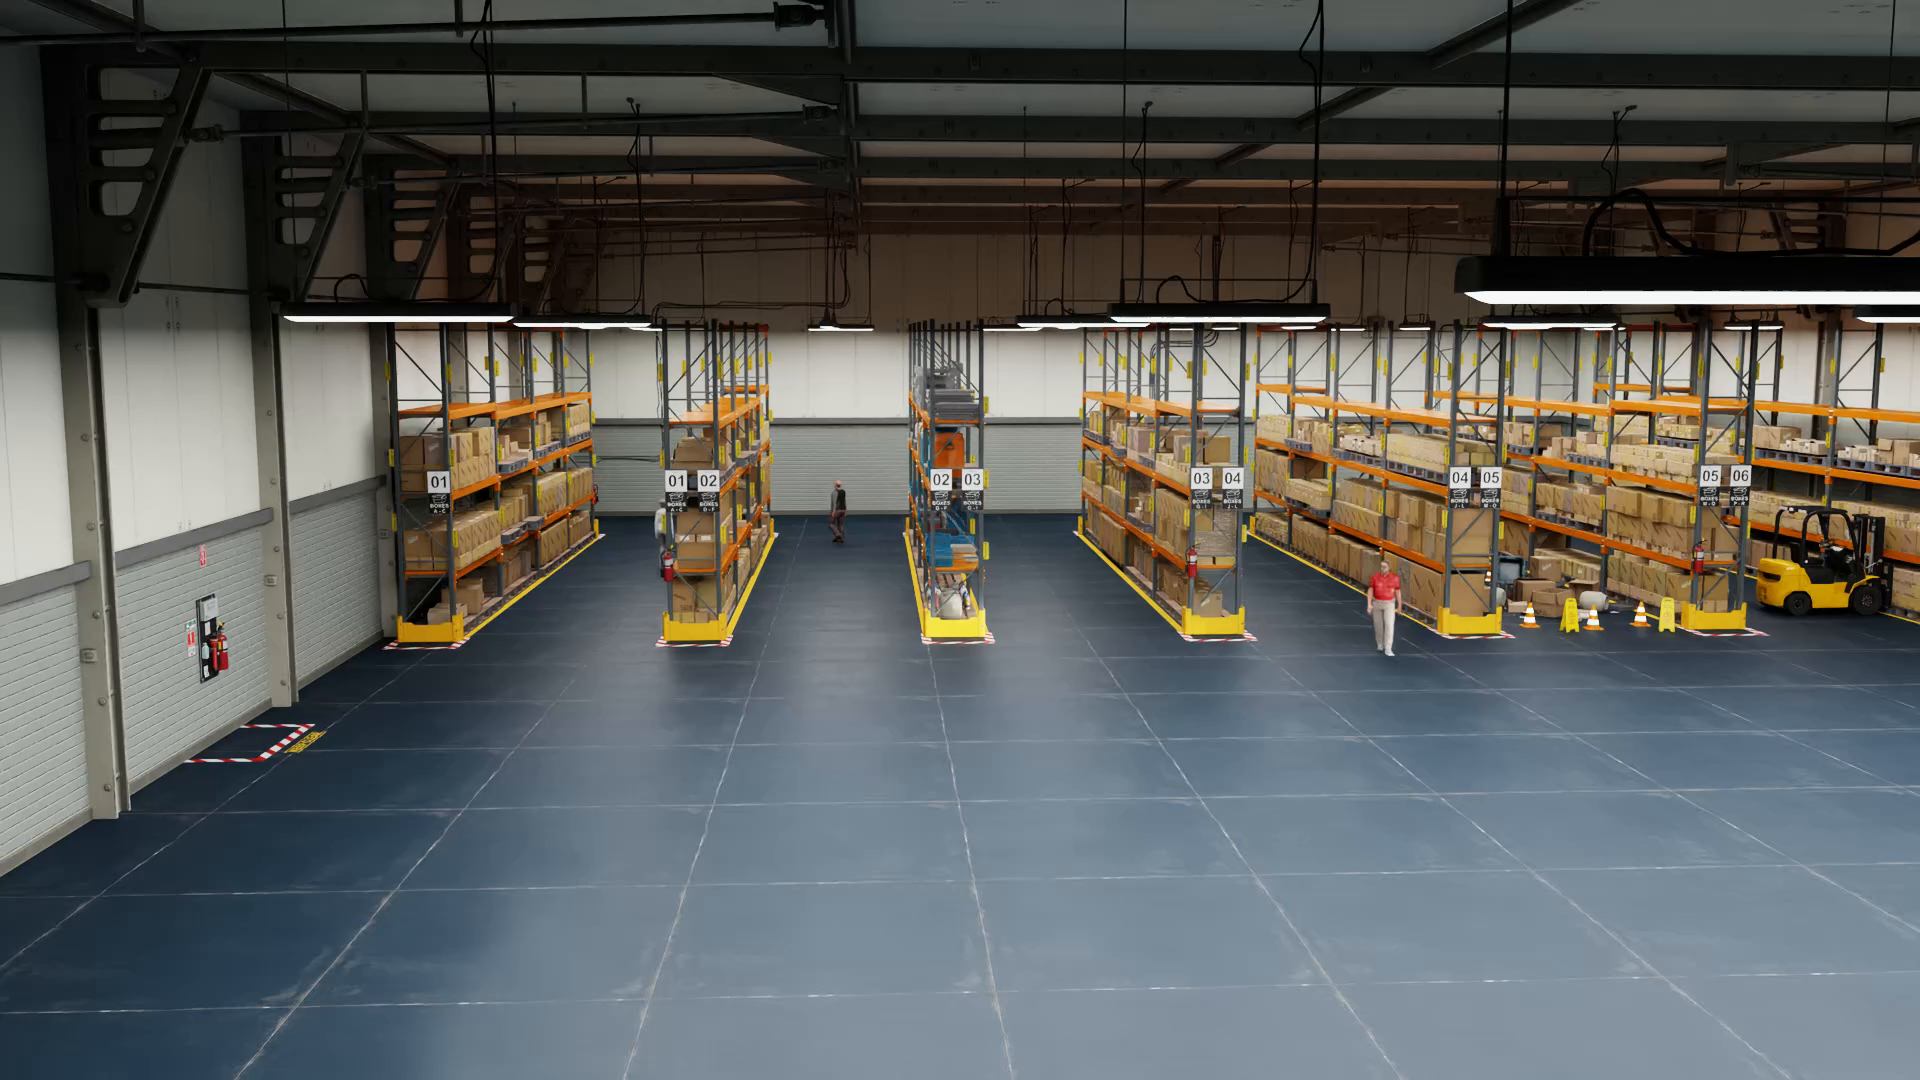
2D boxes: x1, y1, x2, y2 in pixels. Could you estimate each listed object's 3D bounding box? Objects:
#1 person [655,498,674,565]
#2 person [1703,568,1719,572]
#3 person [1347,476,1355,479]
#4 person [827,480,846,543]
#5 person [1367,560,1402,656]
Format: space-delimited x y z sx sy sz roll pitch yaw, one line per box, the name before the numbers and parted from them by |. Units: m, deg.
person | -7.344 -0.191 41.210 0.521 1.680 0.485 3 8 21
person | 16.589 0.424 36.653 0.500 1.579 0.689 -2 7 -16
person | 11.350 -1.067 48.285 1.000 1.606 0.444 3 8 20
person | -3.338 -0.781 45.750 0.454 1.721 0.573 5 9 38
person | 7.580 1.197 29.808 0.577 1.676 0.966 3 8 25
